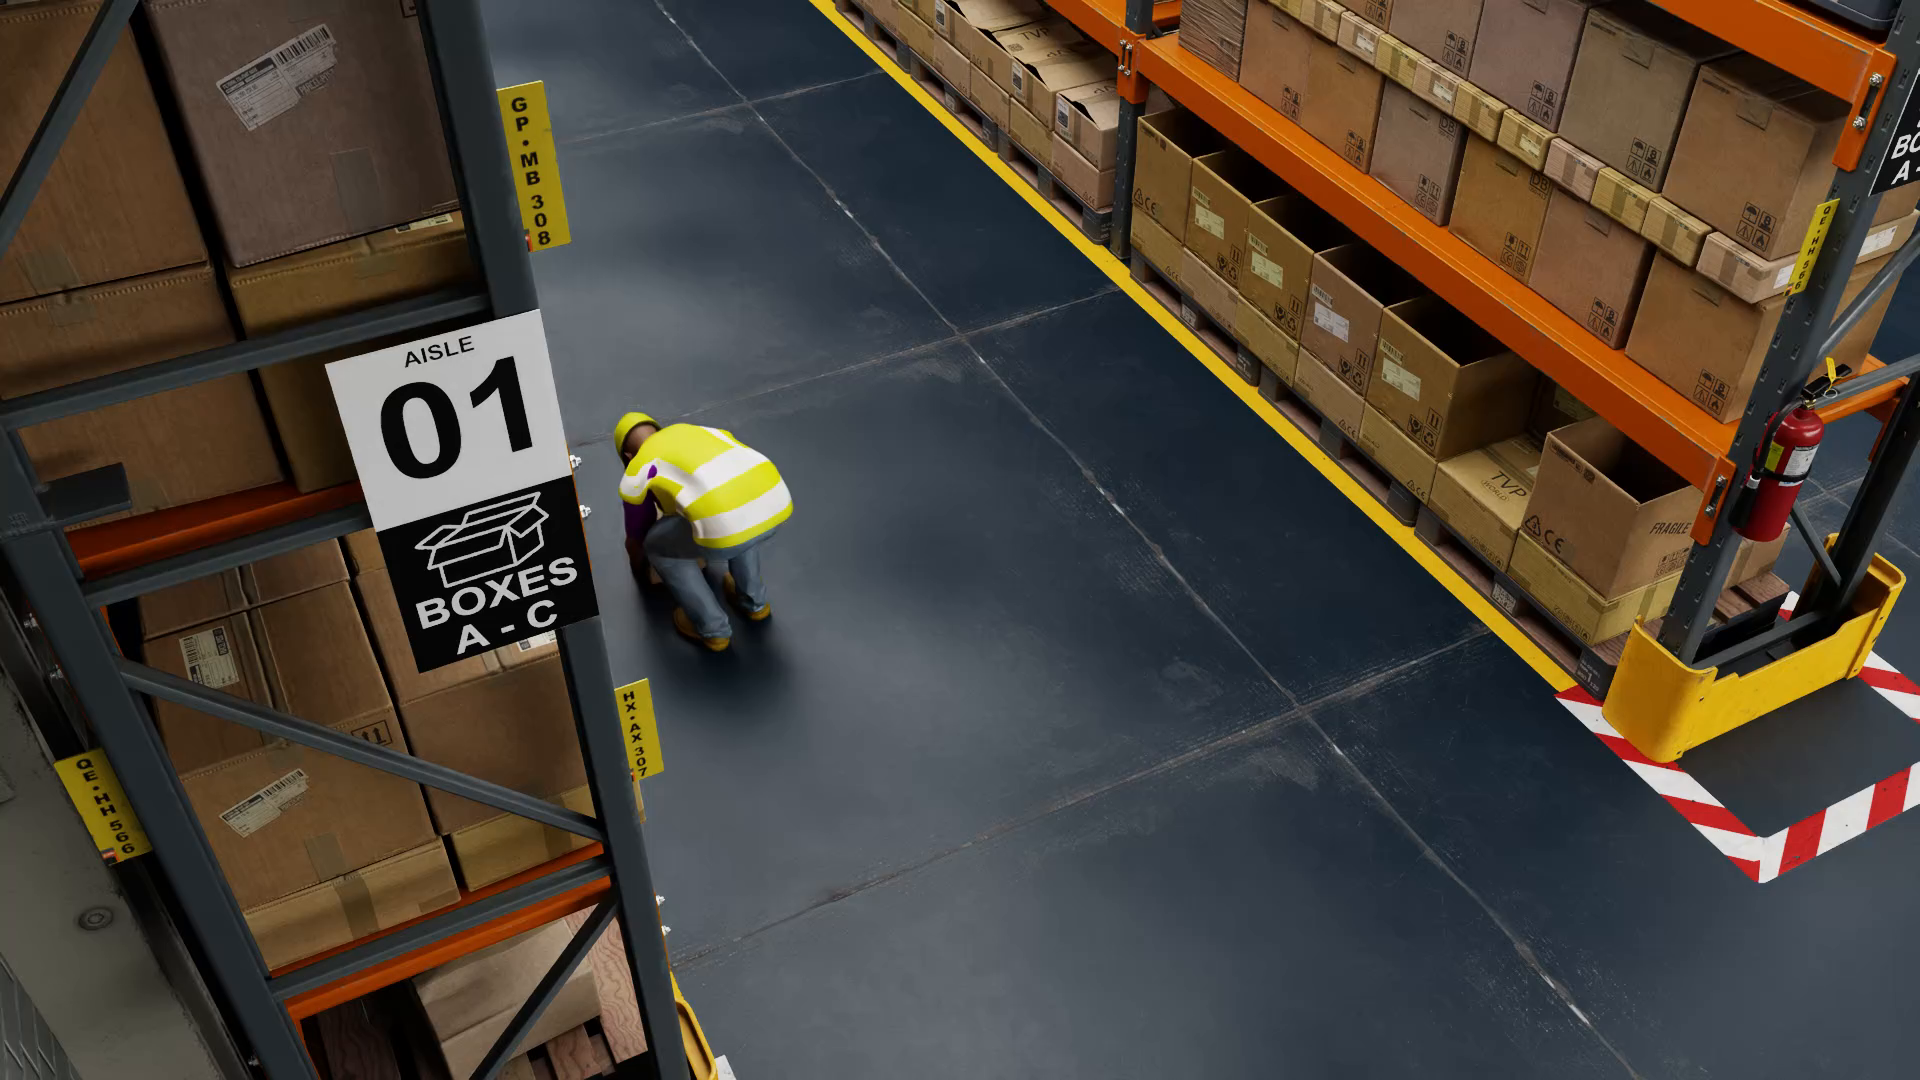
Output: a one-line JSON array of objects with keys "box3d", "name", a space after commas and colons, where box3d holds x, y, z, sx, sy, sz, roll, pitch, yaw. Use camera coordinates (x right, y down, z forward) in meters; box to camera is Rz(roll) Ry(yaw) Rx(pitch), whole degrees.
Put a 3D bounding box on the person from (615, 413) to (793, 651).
[{"box3d": [-1.099, -0.079, 6.898, 0.507, 0.907, 0.978, -31, 50, -31], "name": "person"}]
